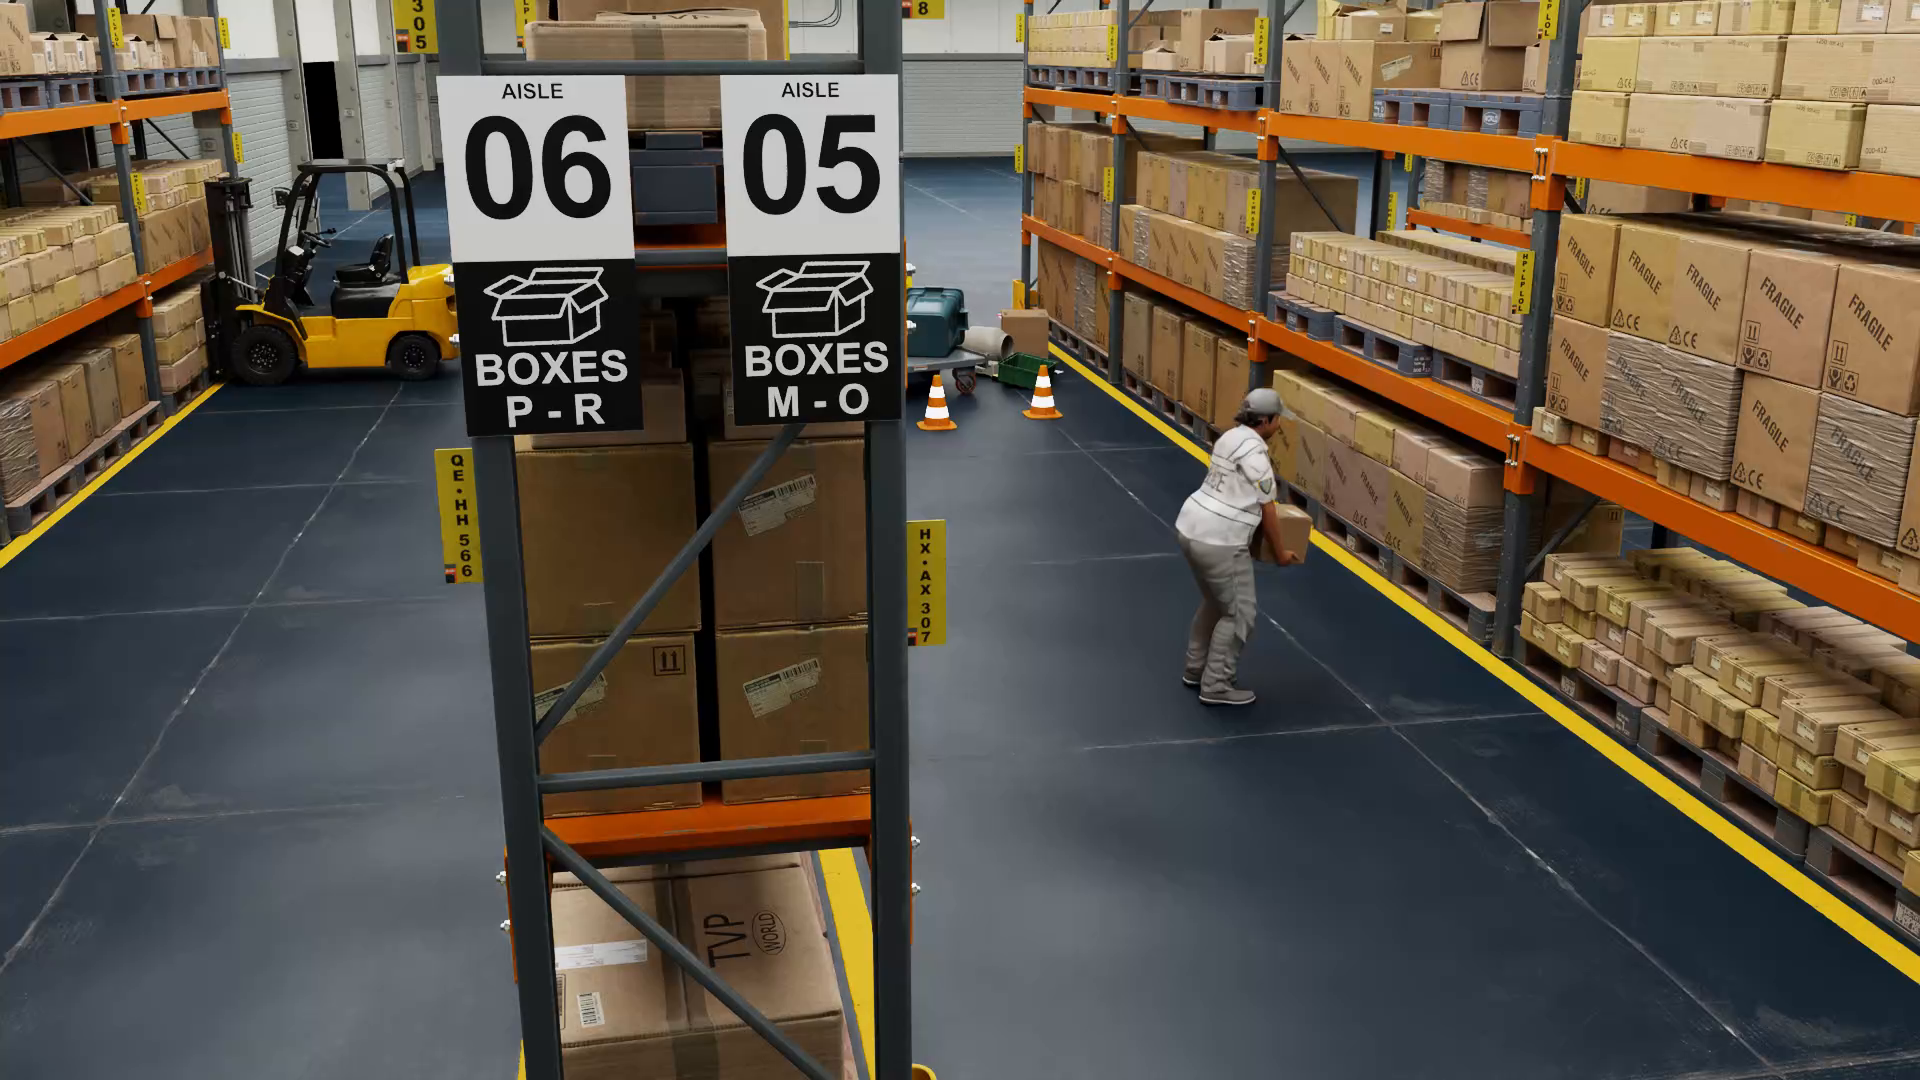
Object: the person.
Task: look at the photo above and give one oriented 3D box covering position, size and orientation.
[{"bbox_3d":[1.413,0.024,8.544,0.593,1.623,0.452,-3,17,-11],"label":"person"}]
